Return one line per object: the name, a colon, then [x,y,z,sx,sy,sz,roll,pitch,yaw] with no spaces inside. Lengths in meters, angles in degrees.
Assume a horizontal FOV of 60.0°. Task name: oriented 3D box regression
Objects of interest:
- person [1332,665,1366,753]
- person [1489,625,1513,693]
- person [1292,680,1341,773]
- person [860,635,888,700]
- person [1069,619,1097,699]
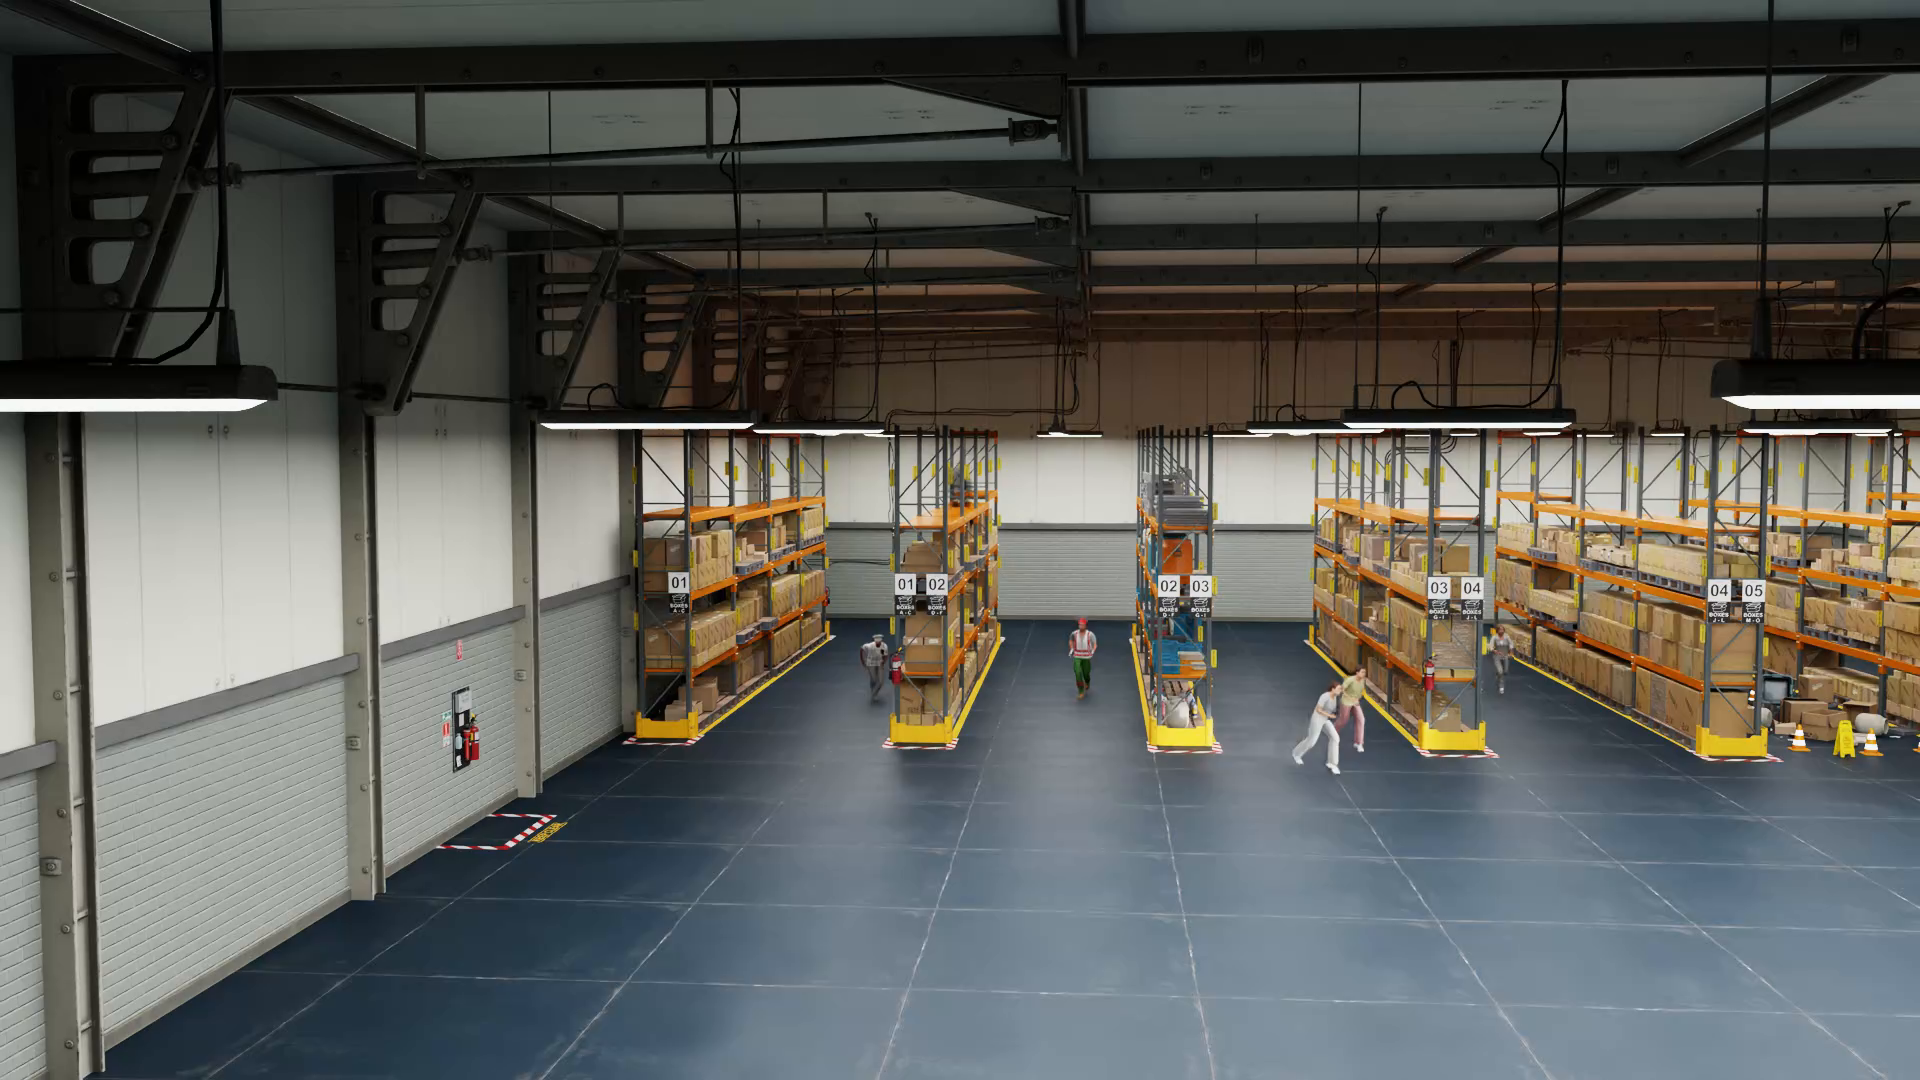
person: [7.196,3.085,30.909,0.613,1.626,1.003,-2,4,-33]
person: [12.296,2.700,37.761,0.578,1.546,0.634,0,3,3]
person: [6.208,3.211,28.913,0.966,1.628,0.605,3,5,41]
person: [-1.882,2.797,36.472,0.596,1.485,0.783,-1,4,-14]
person: [2.733,2.619,37.065,0.633,1.766,0.855,1,3,9]
